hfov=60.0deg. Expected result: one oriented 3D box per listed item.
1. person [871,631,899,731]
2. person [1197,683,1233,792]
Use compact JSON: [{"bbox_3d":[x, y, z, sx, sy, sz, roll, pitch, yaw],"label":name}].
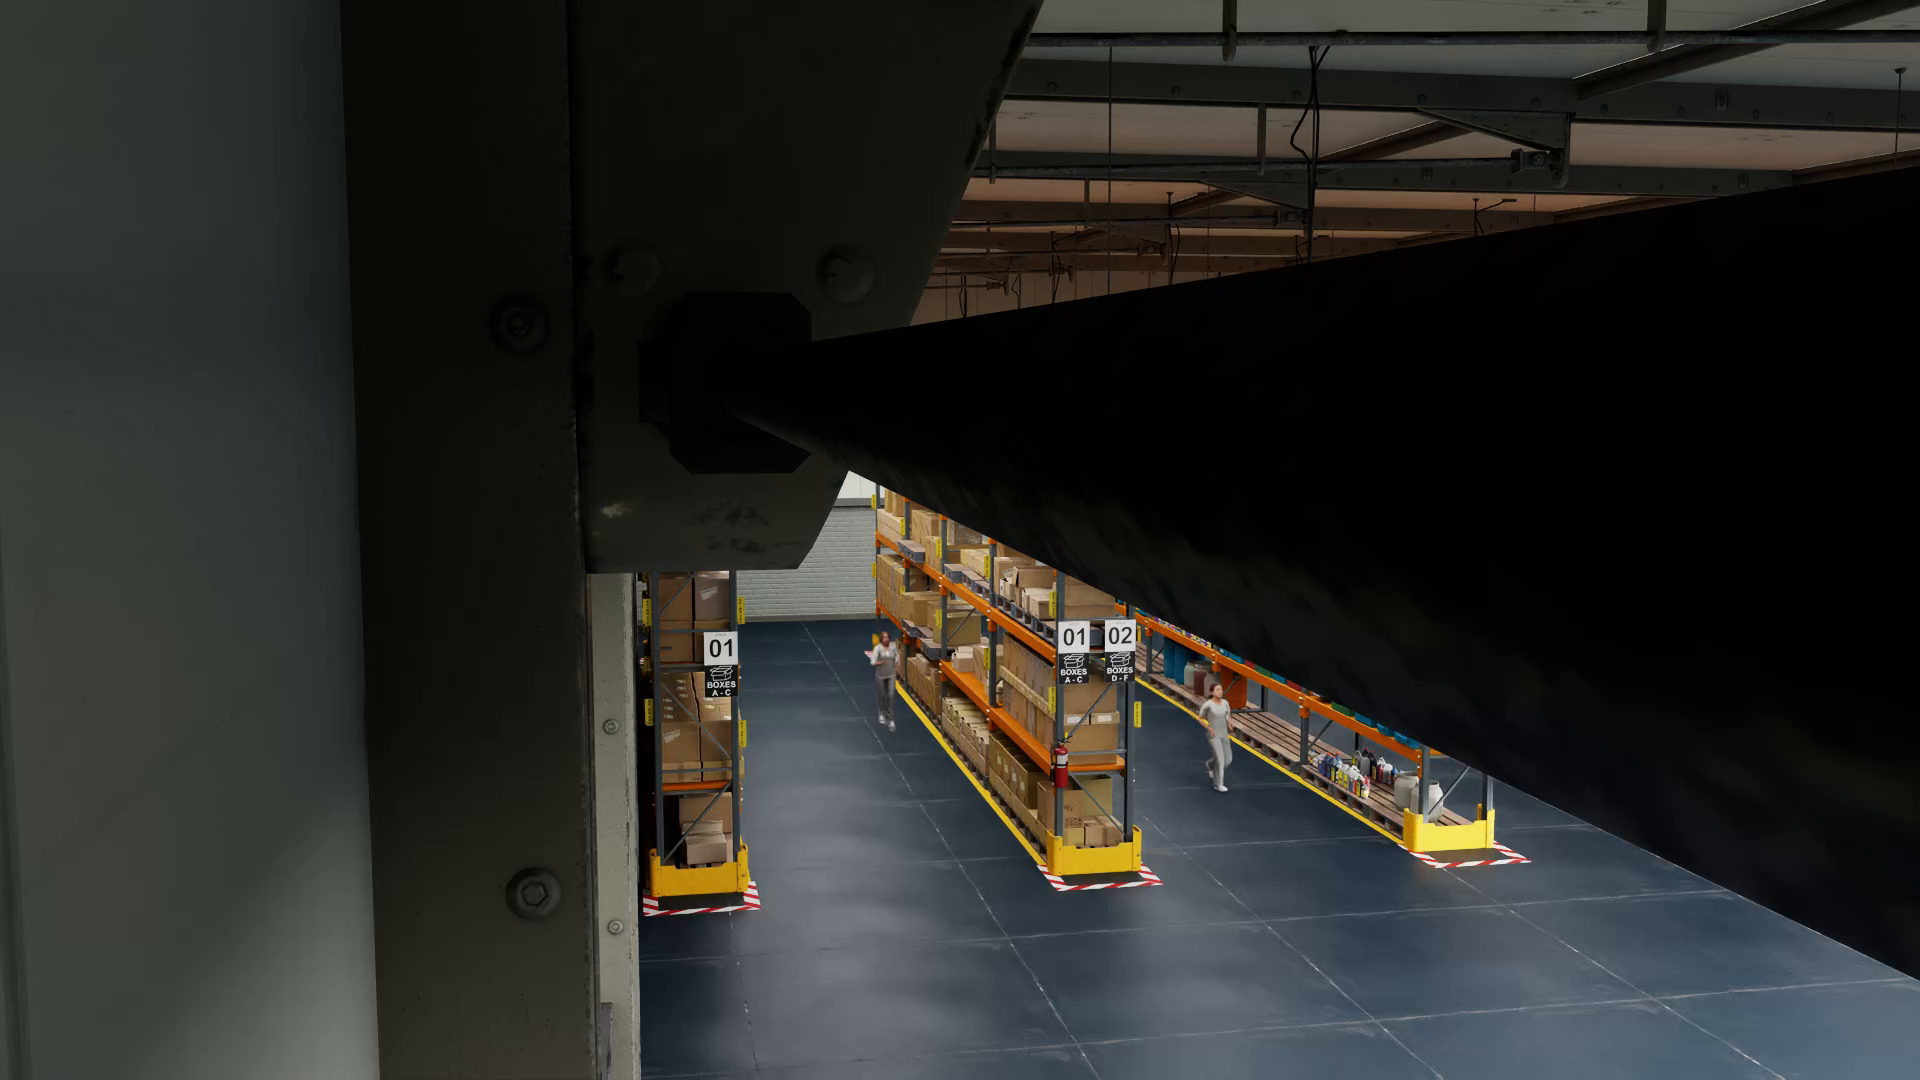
[{"bbox_3d":[-1.253,2.353,28.063,0.520,1.656,0.673,-1,6,-12],"label":"person"},{"bbox_3d":[3.848,2.948,25.088,0.565,1.621,0.646,-3,6,-24],"label":"person"}]
